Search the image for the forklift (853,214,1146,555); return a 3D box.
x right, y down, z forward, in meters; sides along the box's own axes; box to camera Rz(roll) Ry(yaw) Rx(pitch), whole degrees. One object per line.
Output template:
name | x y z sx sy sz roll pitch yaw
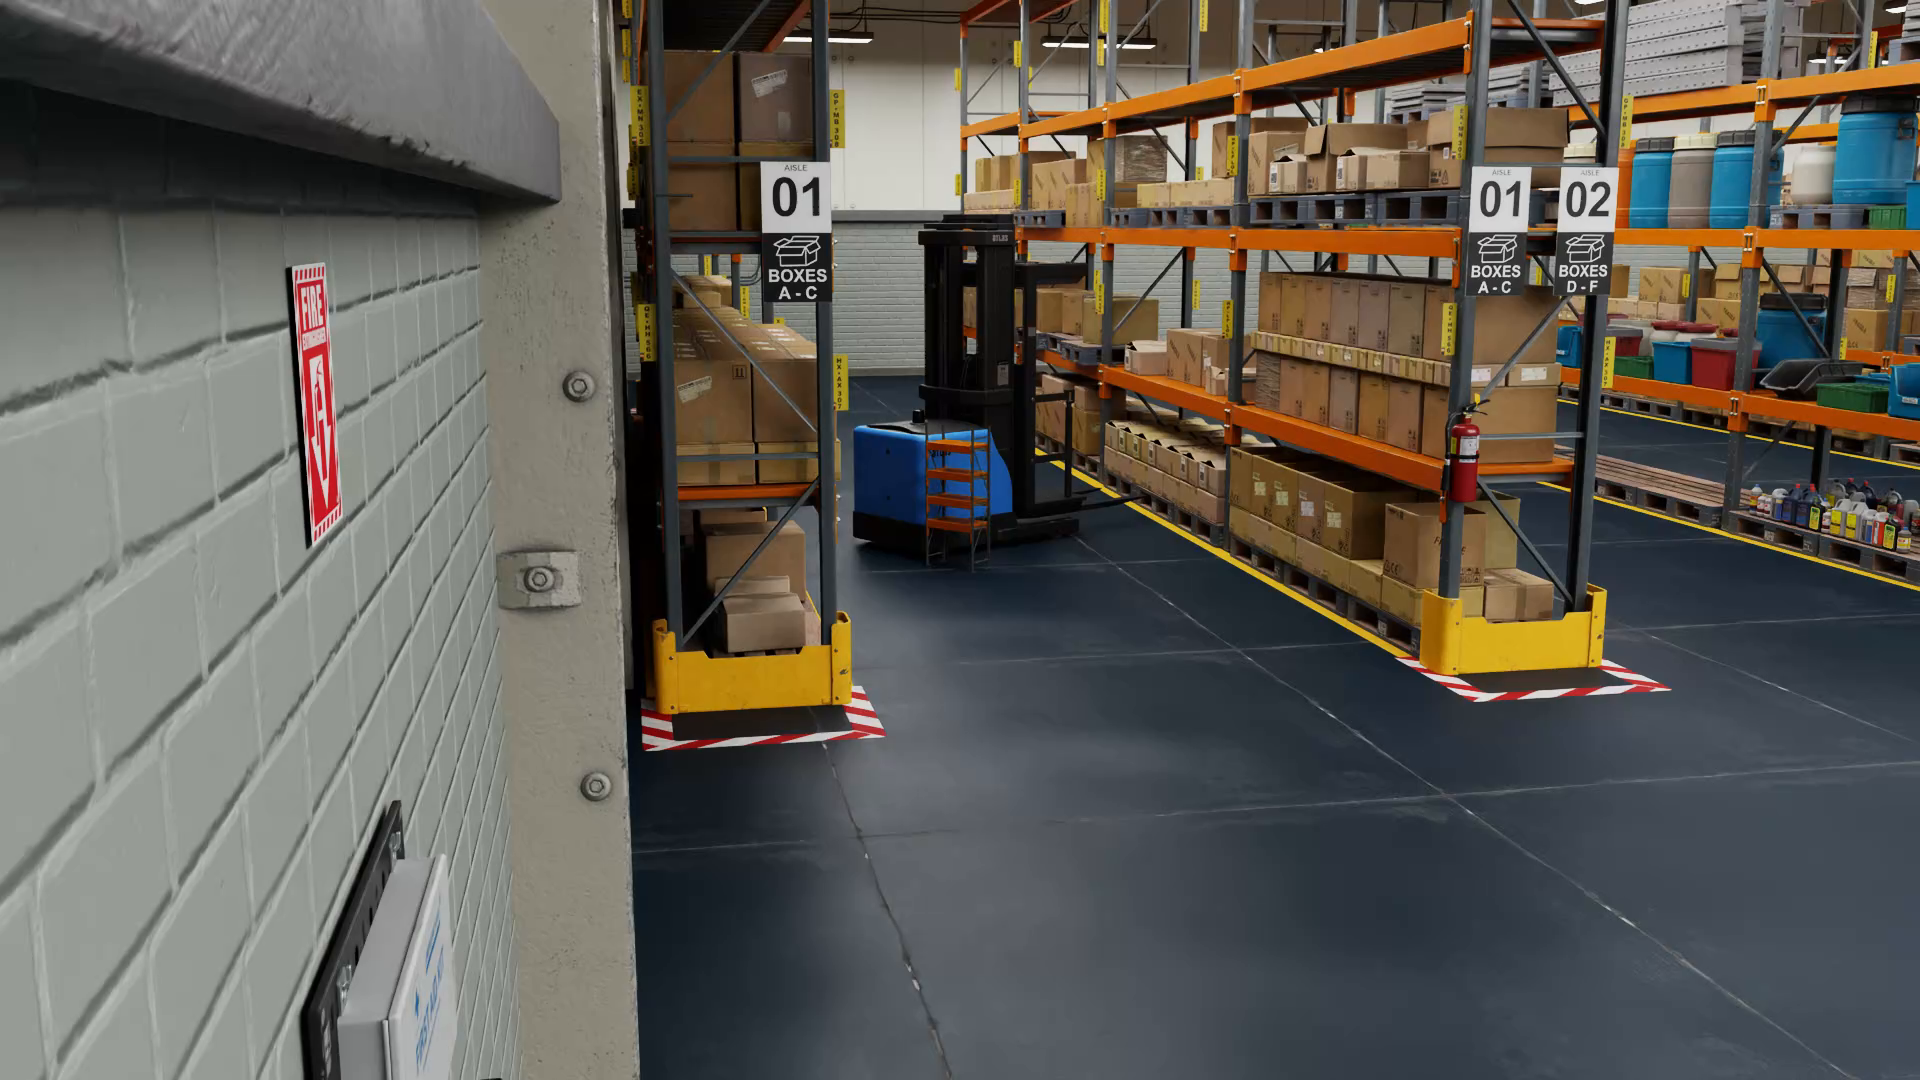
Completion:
forklift | 0.476 -1.517 15.382 3.031 2.935 1.130 -9 14 -40

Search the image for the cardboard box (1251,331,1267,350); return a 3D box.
cardboard box | 2.704 -1.705 14.184 0.380 0.149 0.250 -2 11 -11

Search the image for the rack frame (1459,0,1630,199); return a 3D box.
rack frame | 3.619 -3.607 10.135 1.000 3.000 0.127 -2 11 -11

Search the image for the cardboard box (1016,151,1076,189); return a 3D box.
cardboard box | 1.153 -4.963 22.337 0.700 0.500 0.500 -2 11 -11

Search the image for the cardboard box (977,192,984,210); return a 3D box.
cardboard box | 0.546 -4.953 24.292 0.500 0.250 0.500 -2 11 -11

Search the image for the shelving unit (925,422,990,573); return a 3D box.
shelving unit | -0.018 -0.361 13.937 0.503 1.200 0.258 9 14 38

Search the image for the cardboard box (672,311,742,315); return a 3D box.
cardboard box | -2.430 -1.898 15.757 0.700 0.500 0.500 -2 11 -11

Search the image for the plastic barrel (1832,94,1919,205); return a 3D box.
plastic barrel | 7.789 -3.313 14.147 0.600 0.901 0.708 -2 11 -11

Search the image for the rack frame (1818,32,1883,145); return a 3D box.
rack frame | 15.110 -7.063 28.292 1.000 3.000 0.127 -2 11 -11

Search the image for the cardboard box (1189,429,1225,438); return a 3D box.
cardboard box | 2.610 -0.984 17.126 0.500 0.311 0.500 -2 11 -11

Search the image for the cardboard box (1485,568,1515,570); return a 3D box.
cardboard box | 3.632 0.286 11.954 0.500 0.250 0.500 -2 11 -11

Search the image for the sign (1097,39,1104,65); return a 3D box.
sign | 1.829 -6.366 21.708 0.100 0.325 0.005 -2 11 -11

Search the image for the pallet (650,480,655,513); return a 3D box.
pallet | -2.644 -0.433 16.962 1.003 0.211 1.213 -2 11 -11

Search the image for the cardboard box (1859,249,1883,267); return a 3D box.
cardboard box | 15.121 -4.522 27.248 0.500 0.500 0.500 -2 11 -12

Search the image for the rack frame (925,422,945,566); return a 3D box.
rack frame | -0.208 -0.390 14.087 0.015 1.200 0.240 9 14 38

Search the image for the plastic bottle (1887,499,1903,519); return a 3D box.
plastic bottle | 8.132 -0.219 14.466 0.061 0.283 0.133 -2 11 -11

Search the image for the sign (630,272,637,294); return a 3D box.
sign | -4.896 -3.859 24.975 0.100 0.325 0.005 -2 11 -11

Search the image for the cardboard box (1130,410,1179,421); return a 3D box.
cardboard box | 2.255 -1.209 19.090 0.500 0.500 0.500 -2 11 -9

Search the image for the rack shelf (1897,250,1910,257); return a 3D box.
rack shelf | 12.170 -3.240 18.153 1.077 0.370 4.000 -2 11 -11

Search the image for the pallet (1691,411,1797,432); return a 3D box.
pallet | 11.227 -1.712 23.680 1.003 0.211 1.213 -2 11 -11

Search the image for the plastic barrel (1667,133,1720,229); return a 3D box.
plastic barrel | 7.262 -3.498 16.244 0.600 0.901 0.600 0 11 0

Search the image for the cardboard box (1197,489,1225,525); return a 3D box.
cardboard box | 2.476 -0.315 15.112 0.500 0.250 0.500 -2 11 -12

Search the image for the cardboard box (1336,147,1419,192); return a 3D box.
cardboard box | 3.029 -2.669 11.966 0.500 0.311 0.500 -1 11 -4

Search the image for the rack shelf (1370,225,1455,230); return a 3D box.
rack shelf | 6.534 -3.794 21.061 1.077 0.370 4.000 -2 11 -11

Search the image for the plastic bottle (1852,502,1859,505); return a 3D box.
plastic bottle | 7.711 -0.186 14.310 0.152 0.276 0.135 -2 11 -11

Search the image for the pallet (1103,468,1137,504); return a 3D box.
pallet | 2.185 -0.605 17.865 1.003 0.211 1.213 -2 11 -11

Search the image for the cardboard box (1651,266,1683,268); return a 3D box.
cardboard box | 10.967 -3.944 25.551 0.500 0.500 0.500 -2 11 -13

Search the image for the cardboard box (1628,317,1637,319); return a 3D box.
cardboard box | 10.422 -3.330 25.394 0.380 0.149 0.250 -2 11 -10

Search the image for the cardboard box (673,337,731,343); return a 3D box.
cardboard box | -1.830 -1.142 11.571 0.500 0.500 0.500 -2 11 -10

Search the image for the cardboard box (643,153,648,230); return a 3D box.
cardboard box | -1.777 -2.263 10.776 0.500 0.500 0.500 -3 11 -14

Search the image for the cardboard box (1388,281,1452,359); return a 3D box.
cardboard box | 3.423 -1.539 11.574 0.700 0.500 0.500 -2 11 -12

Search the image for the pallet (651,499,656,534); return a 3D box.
pallet | -2.411 -0.210 15.789 1.003 0.211 1.213 -2 11 -11

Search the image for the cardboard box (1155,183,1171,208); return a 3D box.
cardboard box | 2.327 -3.557 17.171 0.500 0.250 0.500 -2 11 -9

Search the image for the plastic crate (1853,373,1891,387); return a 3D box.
plastic crate | 8.182 -1.307 14.492 0.499 0.251 0.616 -2 11 -11

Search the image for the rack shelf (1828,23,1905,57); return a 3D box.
rack shelf | 15.499 -7.976 26.121 1.077 0.370 4.000 -2 11 -11

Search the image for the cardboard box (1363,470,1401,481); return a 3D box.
cardboard box | 3.444 -0.266 12.849 0.500 0.500 0.500 -2 11 -11

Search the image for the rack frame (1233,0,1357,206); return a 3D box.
rack frame | 2.841 -4.341 13.989 1.000 3.000 0.127 -2 11 -11

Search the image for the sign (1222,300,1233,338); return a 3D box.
sign | 2.311 -1.902 14.336 0.100 0.325 0.005 -2 11 -11

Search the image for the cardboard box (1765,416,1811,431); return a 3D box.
cardboard box | 11.502 -1.941 21.983 1.225 0.875 0.875 -2 11 -11

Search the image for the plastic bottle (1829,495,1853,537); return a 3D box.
plastic bottle | 7.570 -0.212 14.251 0.144 0.351 0.185 -2 11 -11

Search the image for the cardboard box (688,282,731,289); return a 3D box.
cardboard box | -2.736 -2.711 18.350 0.500 0.250 0.500 -2 11 -12

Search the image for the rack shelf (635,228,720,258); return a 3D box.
rack shelf | -3.184 -3.433 19.169 1.077 0.370 4.000 -2 11 -11

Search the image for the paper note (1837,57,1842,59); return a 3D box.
paper note | 14.672 -8.041 27.733 0.001 0.032 0.123 -2 11 -11

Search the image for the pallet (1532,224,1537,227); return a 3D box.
pallet | 6.870 -3.831 19.840 1.003 0.211 1.213 -2 11 -11

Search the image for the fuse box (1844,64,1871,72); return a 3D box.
fuse box | 18.584 -9.853 34.391 0.513 0.334 0.176 -2 11 -11

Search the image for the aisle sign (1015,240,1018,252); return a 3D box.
aisle sign | 0.795 -4.895 25.995 0.394 0.787 0.004 -2 11 -11

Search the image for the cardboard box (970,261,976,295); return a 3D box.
cardboard box | 0.444 -3.948 25.030 0.500 0.500 0.500 -2 11 -10

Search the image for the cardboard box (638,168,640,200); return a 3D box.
cardboard box | -3.510 -4.254 20.109 0.700 0.500 0.500 -3 11 -14

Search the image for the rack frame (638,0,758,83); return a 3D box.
rack frame | -2.017 -4.160 13.039 1.000 3.000 0.127 -2 11 -11

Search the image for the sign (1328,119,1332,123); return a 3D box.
sign | 5.903 -6.586 26.646 0.100 0.325 0.005 -2 11 -11

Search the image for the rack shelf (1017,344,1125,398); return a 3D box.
rack shelf | 1.674 -2.141 20.399 1.077 0.370 4.000 -2 11 -11

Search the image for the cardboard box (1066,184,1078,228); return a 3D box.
cardboard box | 1.745 -3.918 19.521 0.910 0.500 0.500 -2 11 -11

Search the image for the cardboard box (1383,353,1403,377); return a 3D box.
cardboard box | 3.209 -1.232 11.699 0.380 0.149 0.250 -2 11 -10

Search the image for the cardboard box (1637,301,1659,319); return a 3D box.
cardboard box | 10.557 -3.459 25.008 0.500 0.250 0.500 -2 11 -9

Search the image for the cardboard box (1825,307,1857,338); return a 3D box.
cardboard box | 11.351 -2.709 21.194 0.500 0.500 0.500 -2 11 -12

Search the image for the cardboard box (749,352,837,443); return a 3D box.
cardboard box | -1.037 -0.882 10.205 0.500 0.500 0.500 -2 11 -11

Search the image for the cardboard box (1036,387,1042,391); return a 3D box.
cardboard box | 1.140 -1.752 21.939 0.500 0.500 0.500 -3 11 -14
